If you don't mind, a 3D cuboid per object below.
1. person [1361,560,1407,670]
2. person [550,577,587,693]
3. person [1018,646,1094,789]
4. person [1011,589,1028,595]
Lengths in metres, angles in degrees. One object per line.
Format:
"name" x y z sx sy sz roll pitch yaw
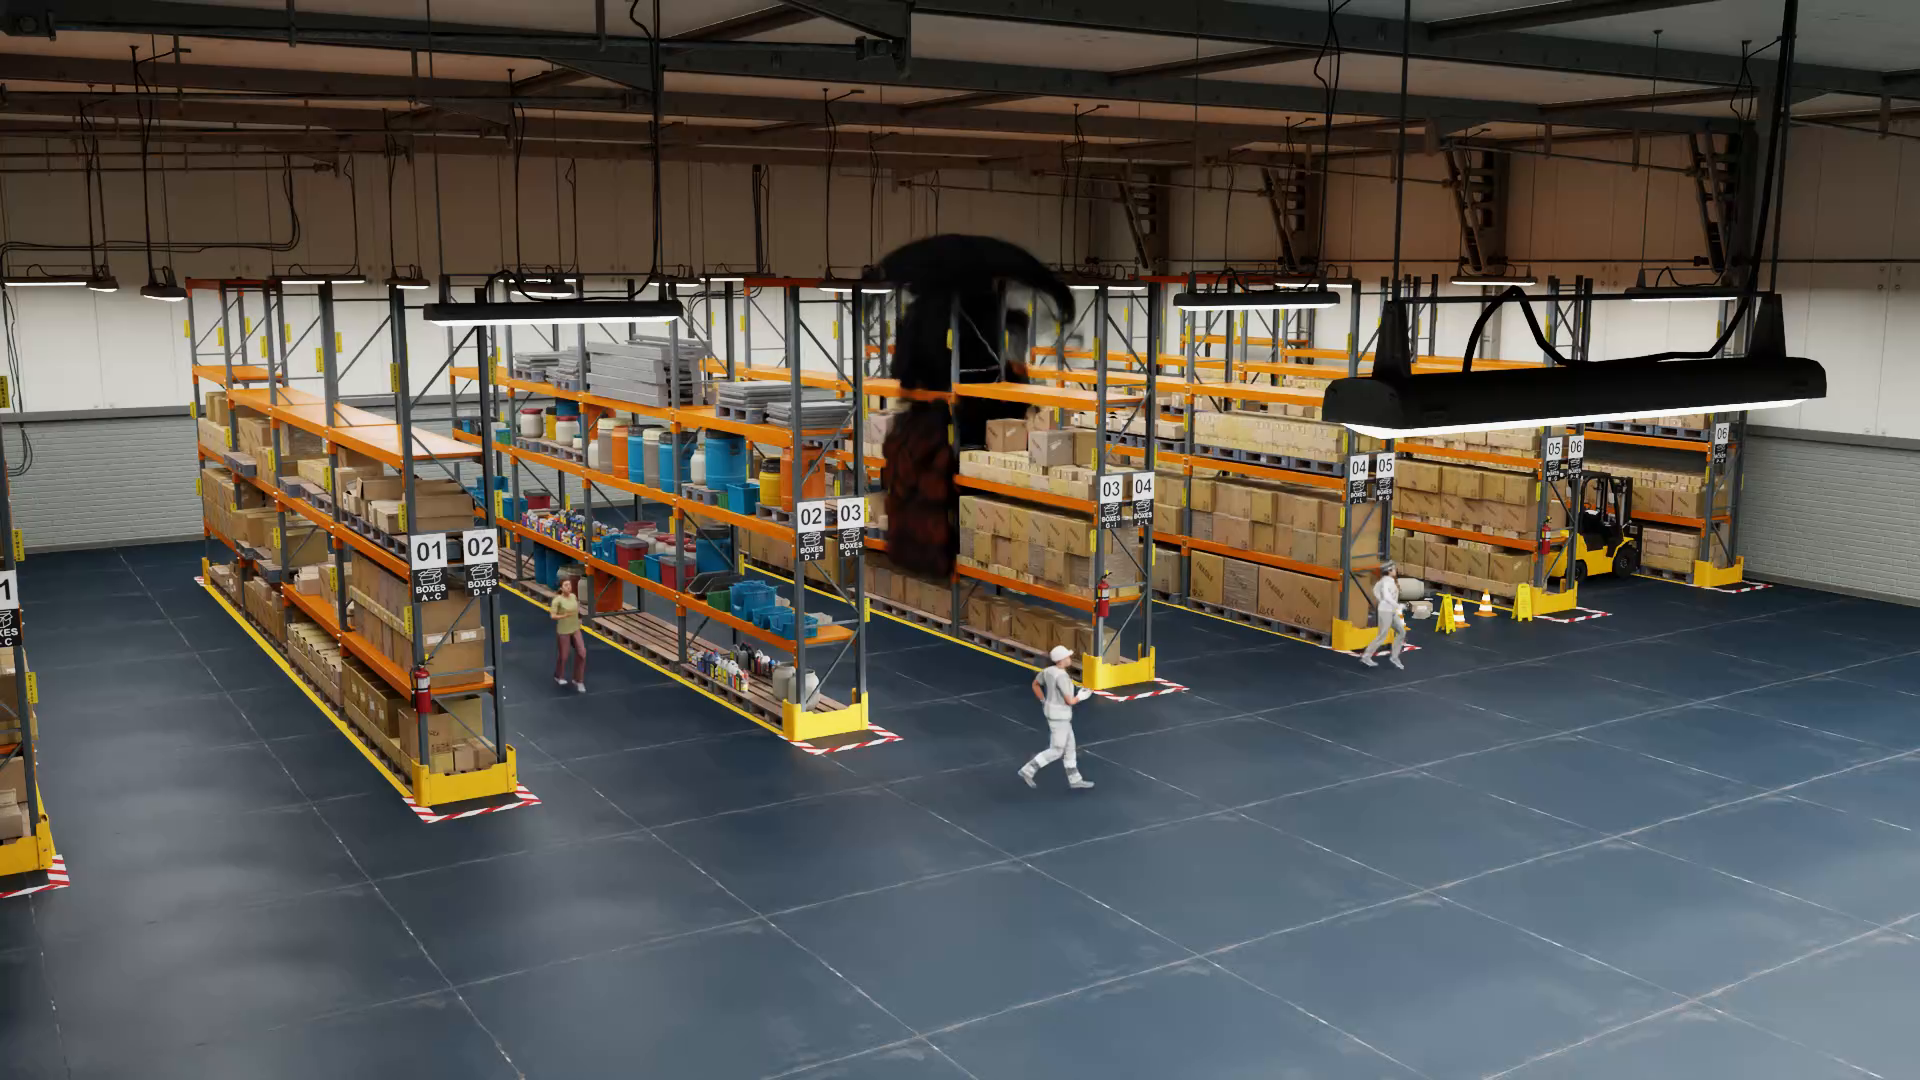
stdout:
"person" 6.668 1.165 26.095 0.674 1.708 0.662 3 10 16
"person" -5.826 1.397 24.669 0.559 1.717 0.698 -8 13 -41
"person" 1.148 2.129 19.837 0.972 1.768 0.661 -2 10 -13
"person" 1.243 0.185 31.639 0.717 1.747 0.645 -8 12 -40
